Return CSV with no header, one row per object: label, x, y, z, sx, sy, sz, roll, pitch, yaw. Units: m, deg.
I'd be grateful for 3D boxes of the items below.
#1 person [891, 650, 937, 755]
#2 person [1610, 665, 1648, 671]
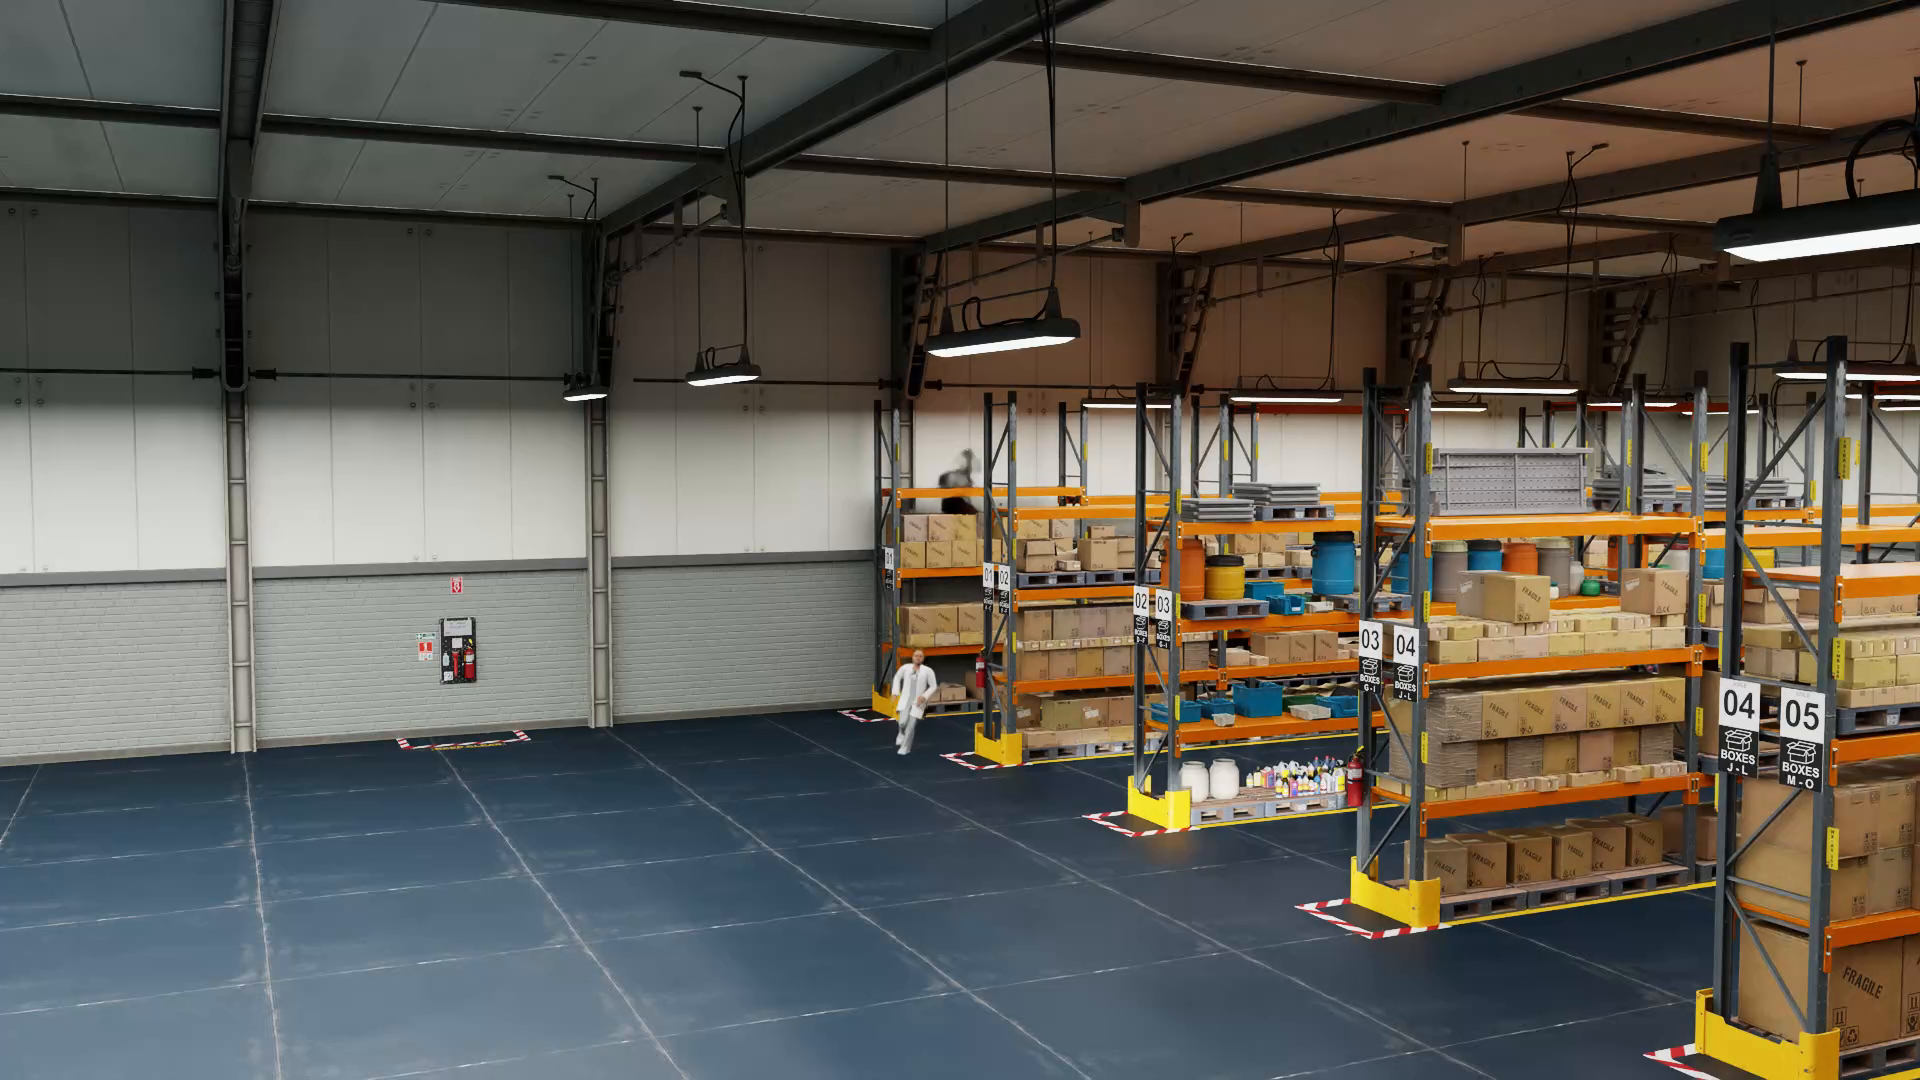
person,-0.754,2.635,26.973,0.768,1.694,0.564,0,3,7
person,11.210,2.648,28.110,0.811,1.834,0.672,-2,4,-25
